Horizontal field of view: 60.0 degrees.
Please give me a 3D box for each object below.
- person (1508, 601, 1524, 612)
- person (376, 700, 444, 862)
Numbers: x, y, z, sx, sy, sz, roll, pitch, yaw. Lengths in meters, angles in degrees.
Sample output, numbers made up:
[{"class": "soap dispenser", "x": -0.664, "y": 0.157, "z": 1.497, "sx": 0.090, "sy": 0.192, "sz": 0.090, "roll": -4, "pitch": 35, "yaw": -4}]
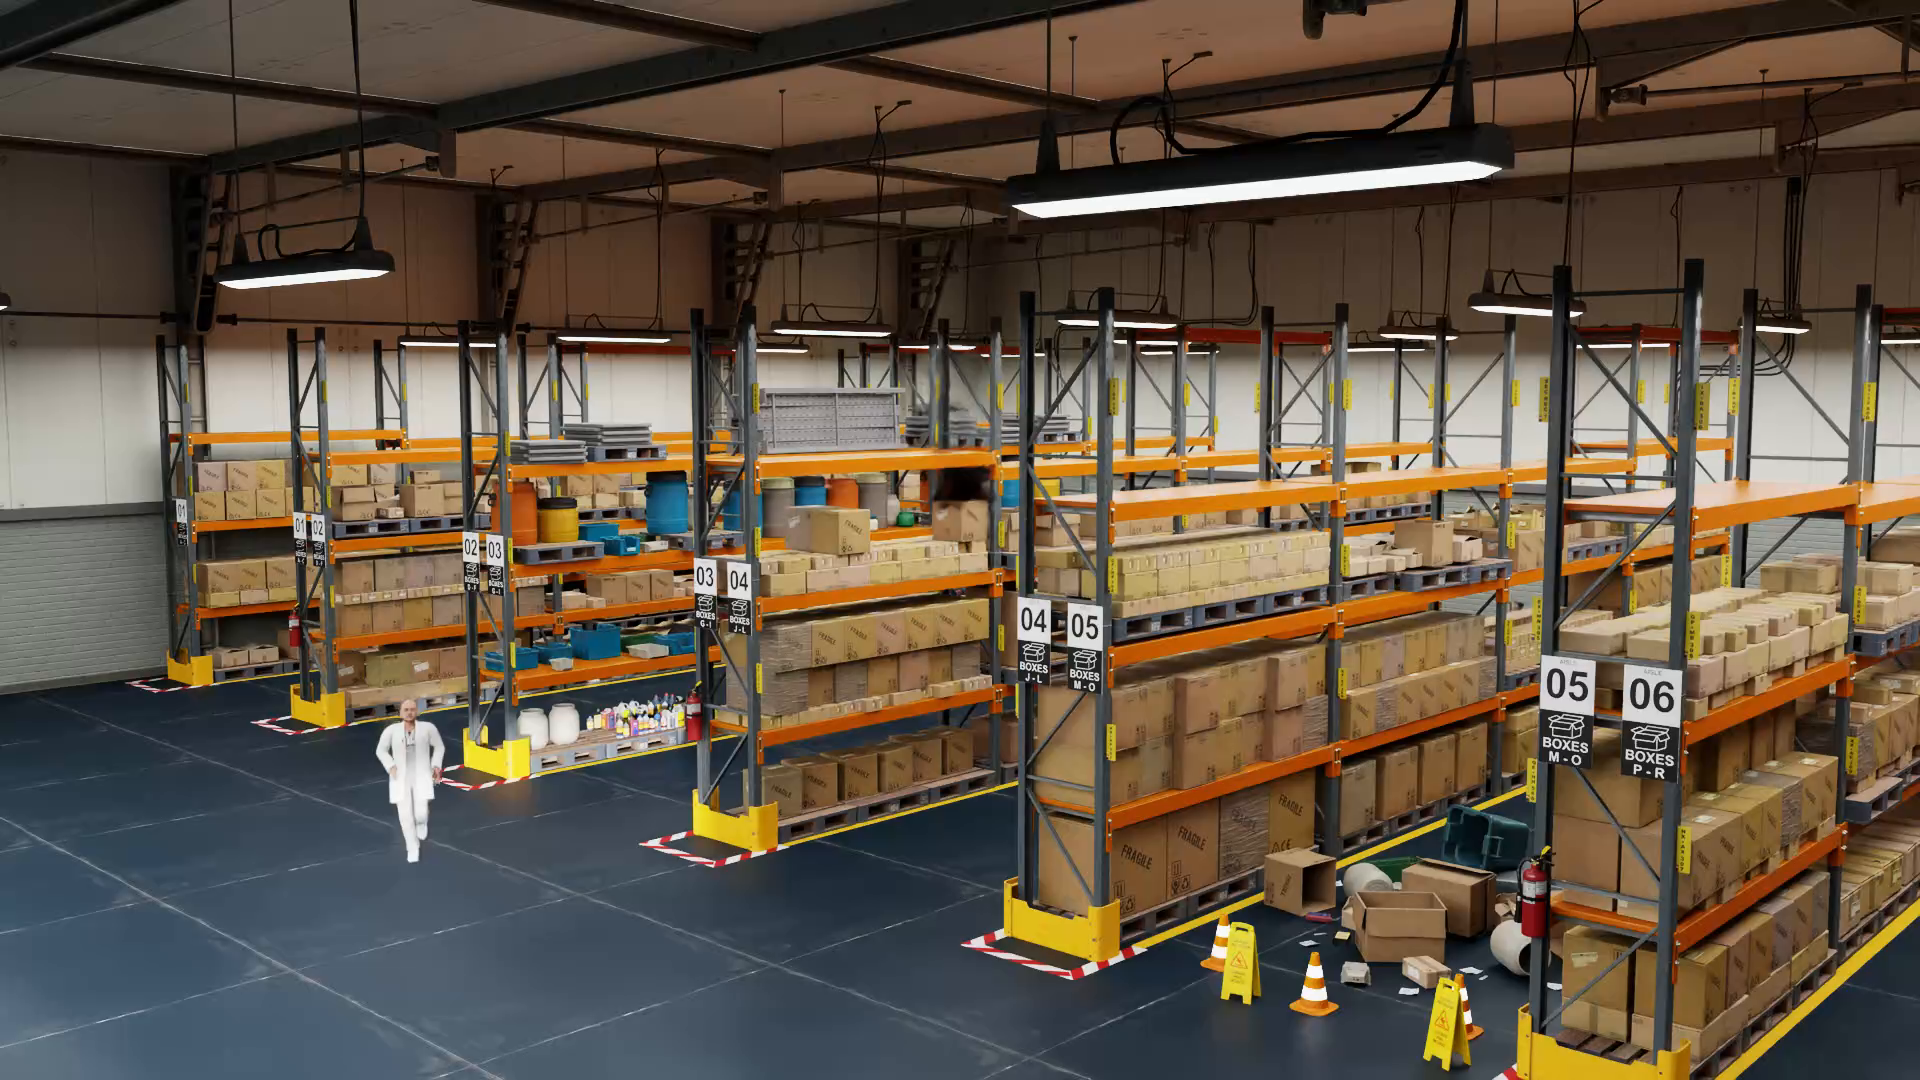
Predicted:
[{"class": "person", "x": 8.993, "y": 1.827, "z": 26.817, "sx": 0.594, "sy": 1.752, "sz": 0.812, "roll": 5, "pitch": 7, "yaw": 43}, {"class": "person", "x": -6.006, "y": 2.605, "z": 18.190, "sx": 0.712, "sy": 1.738, "sz": 0.643, "roll": -2, "pitch": 6, "yaw": -17}]
